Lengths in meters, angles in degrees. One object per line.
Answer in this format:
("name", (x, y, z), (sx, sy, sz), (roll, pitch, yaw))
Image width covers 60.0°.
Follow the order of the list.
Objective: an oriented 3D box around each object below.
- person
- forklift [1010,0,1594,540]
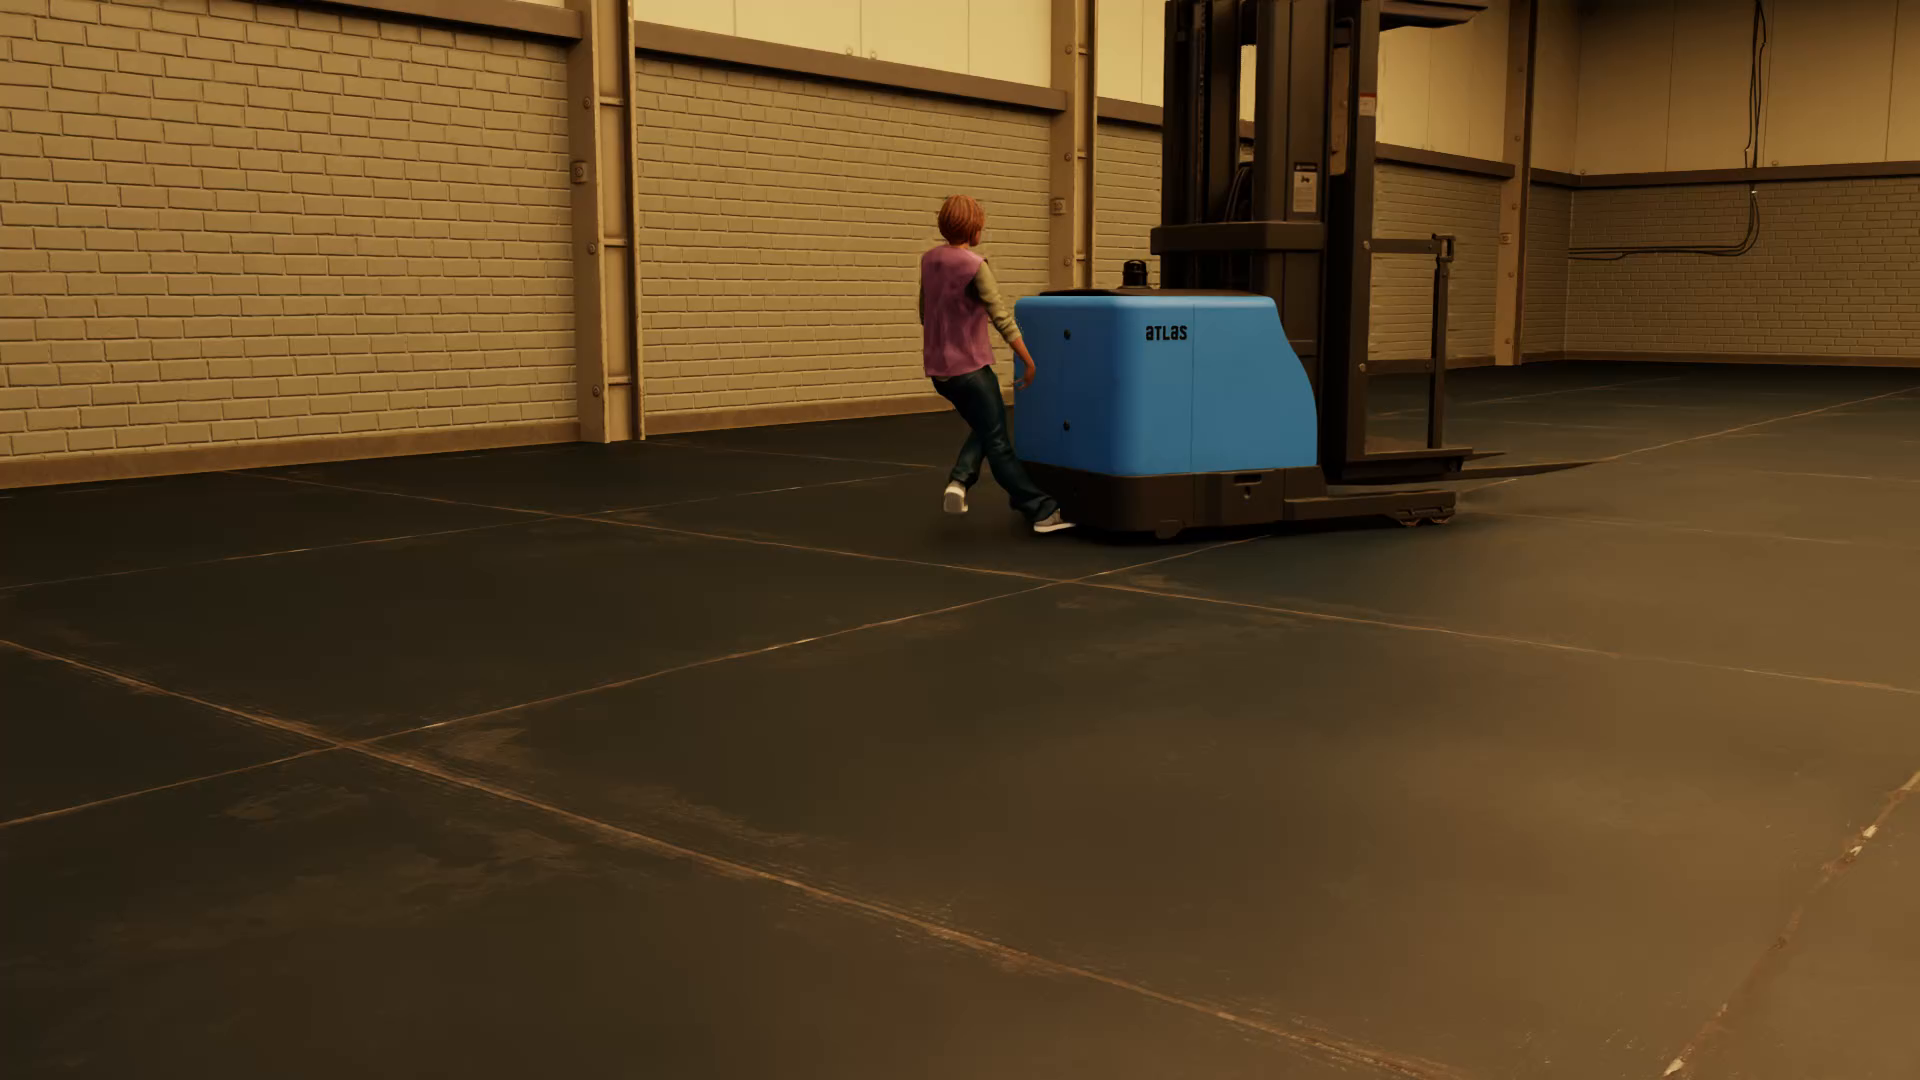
("person", (0.168, -0.805, 7.591), (0.636, 1.503, 0.594), (-6, 10, -33))
("forklift", (1.791, -1.575, 8.049), (3.031, 2.935, 1.130), (-4, 9, -27))
